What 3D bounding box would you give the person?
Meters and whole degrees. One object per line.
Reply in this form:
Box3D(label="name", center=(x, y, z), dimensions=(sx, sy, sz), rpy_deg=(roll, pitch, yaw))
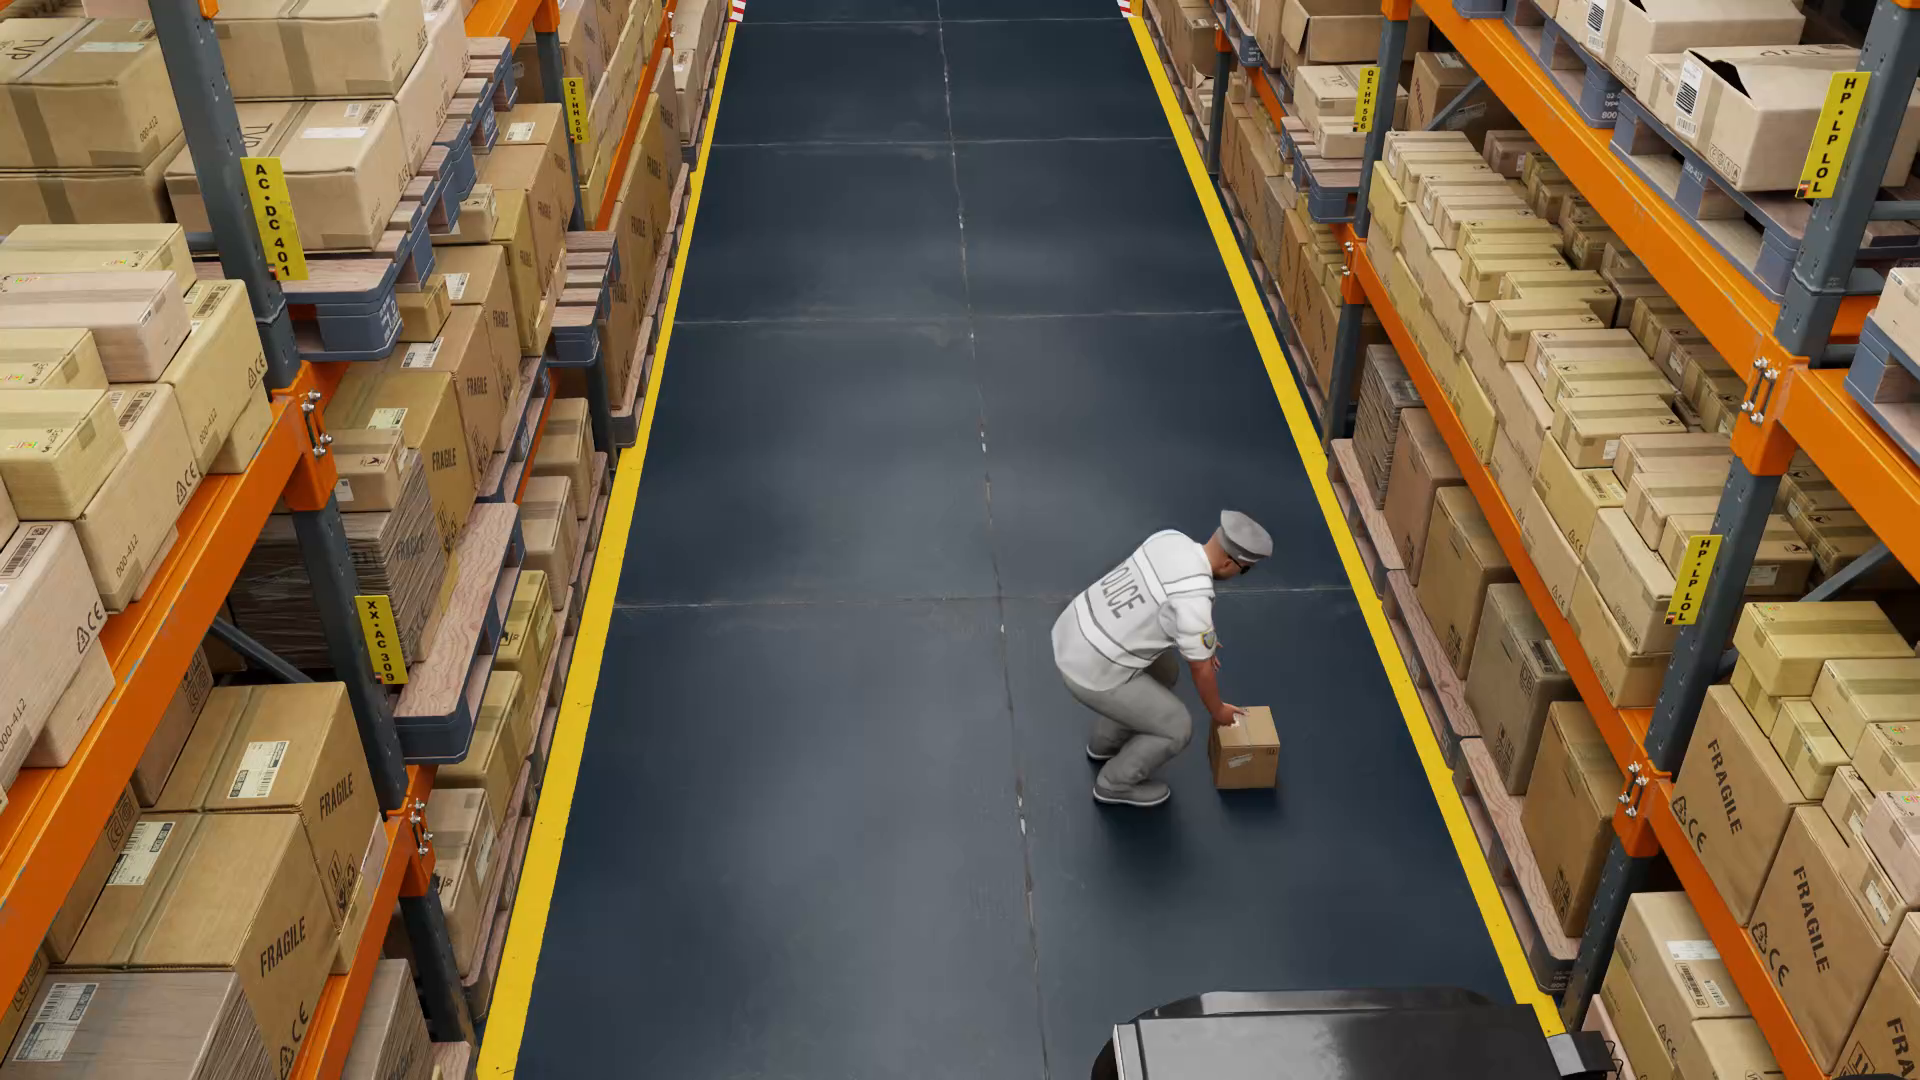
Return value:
Box3D(label="person", center=(0.891, 0.661, 6.987), dimensions=(0.962, 0.899, 0.552), rpy_deg=(-1, 35, -2))
